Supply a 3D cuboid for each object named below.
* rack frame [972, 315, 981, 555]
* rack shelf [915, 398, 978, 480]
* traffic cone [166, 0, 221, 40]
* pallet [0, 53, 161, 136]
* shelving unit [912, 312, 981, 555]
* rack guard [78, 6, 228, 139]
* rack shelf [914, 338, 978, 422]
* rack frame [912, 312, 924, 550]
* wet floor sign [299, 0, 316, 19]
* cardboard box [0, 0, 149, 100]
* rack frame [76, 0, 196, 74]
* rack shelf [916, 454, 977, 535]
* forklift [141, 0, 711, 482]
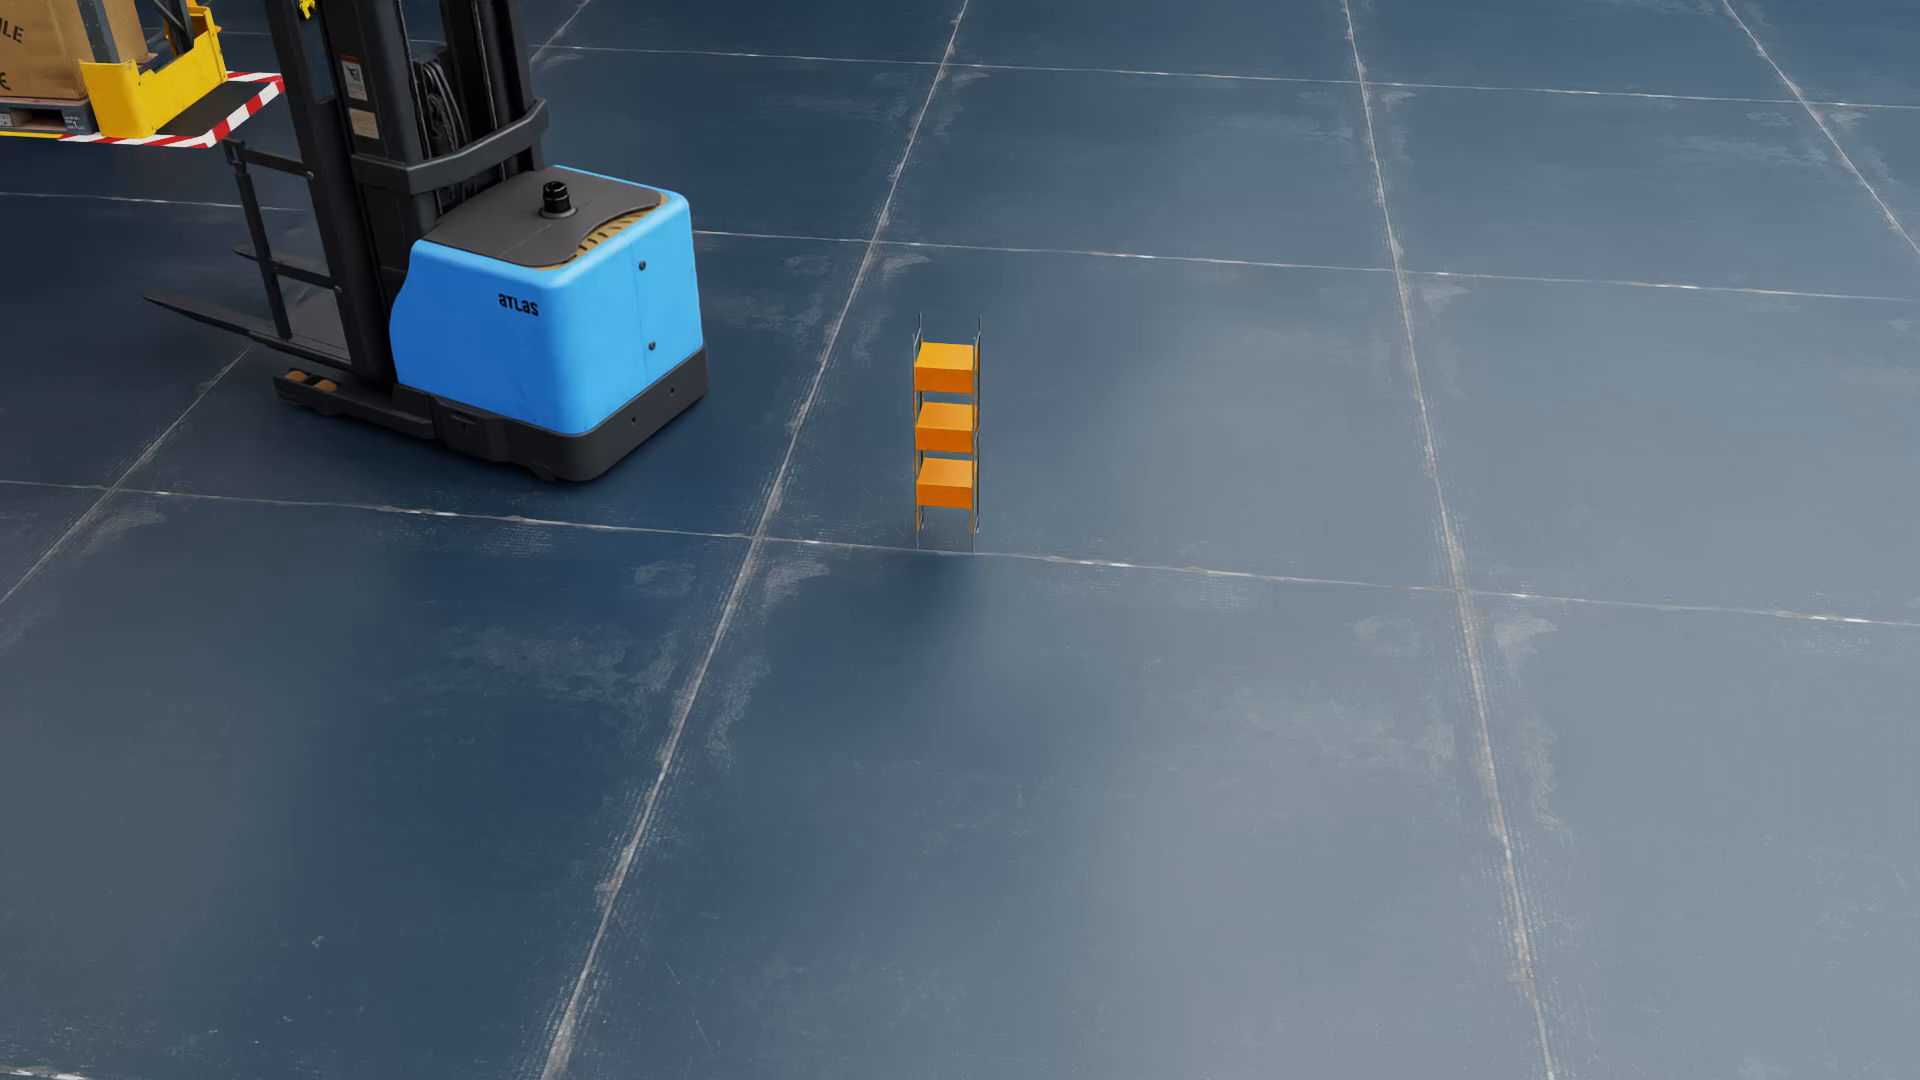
[{"bbox_3d":[0.068,-0.422,6.938,0.008,1.050,0.200,4,36,6],"label":"rack frame"},{"bbox_3d":[-0.053,-0.423,6.957,0.240,0.259,0.215,4,36,6],"label":"rack shelf"},{"bbox_3d":[-5.822,-4.033,12.503,0.334,0.463,0.336,4,36,6],"label":"traffic cone"},{"bbox_3d":[-6.279,-3.087,11.394,1.213,0.211,1.003,4,36,6],"label":"pallet"},{"bbox_3d":[-0.053,-0.431,6.951,0.252,1.050,0.215,4,36,6],"label":"shelving unit"},{"bbox_3d":[-5.452,-3.189,11.288,0.348,0.500,1.175,4,36,6],"label":"rack guard"},{"bbox_3d":[-0.053,-0.654,6.792,0.240,0.259,0.215,4,36,6],"label":"rack shelf"},{"bbox_3d":[-0.174,-0.440,6.963,0.008,1.050,0.200,4,36,6],"label":"rack frame"},{"bbox_3d":[-5.195,-4.389,12.844,0.232,0.644,0.267,-2,36,-2],"label":"wet floor sign"},{"bbox_3d":[-6.157,-3.527,11.077,0.875,0.875,0.875,4,36,6],"label":"cardboard box"},{"bbox_3d":[-5.476,-4.208,10.564,0.127,3.000,1.000,4,36,6],"label":"rack frame"},{"bbox_3d":[-0.053,-0.196,7.118,0.240,0.259,0.215,4,36,6],"label":"rack shelf"},{"bbox_3d":[-2.775,-2.055,7.607,3.031,2.935,1.130,17,39,22],"label":"forklift"}]
